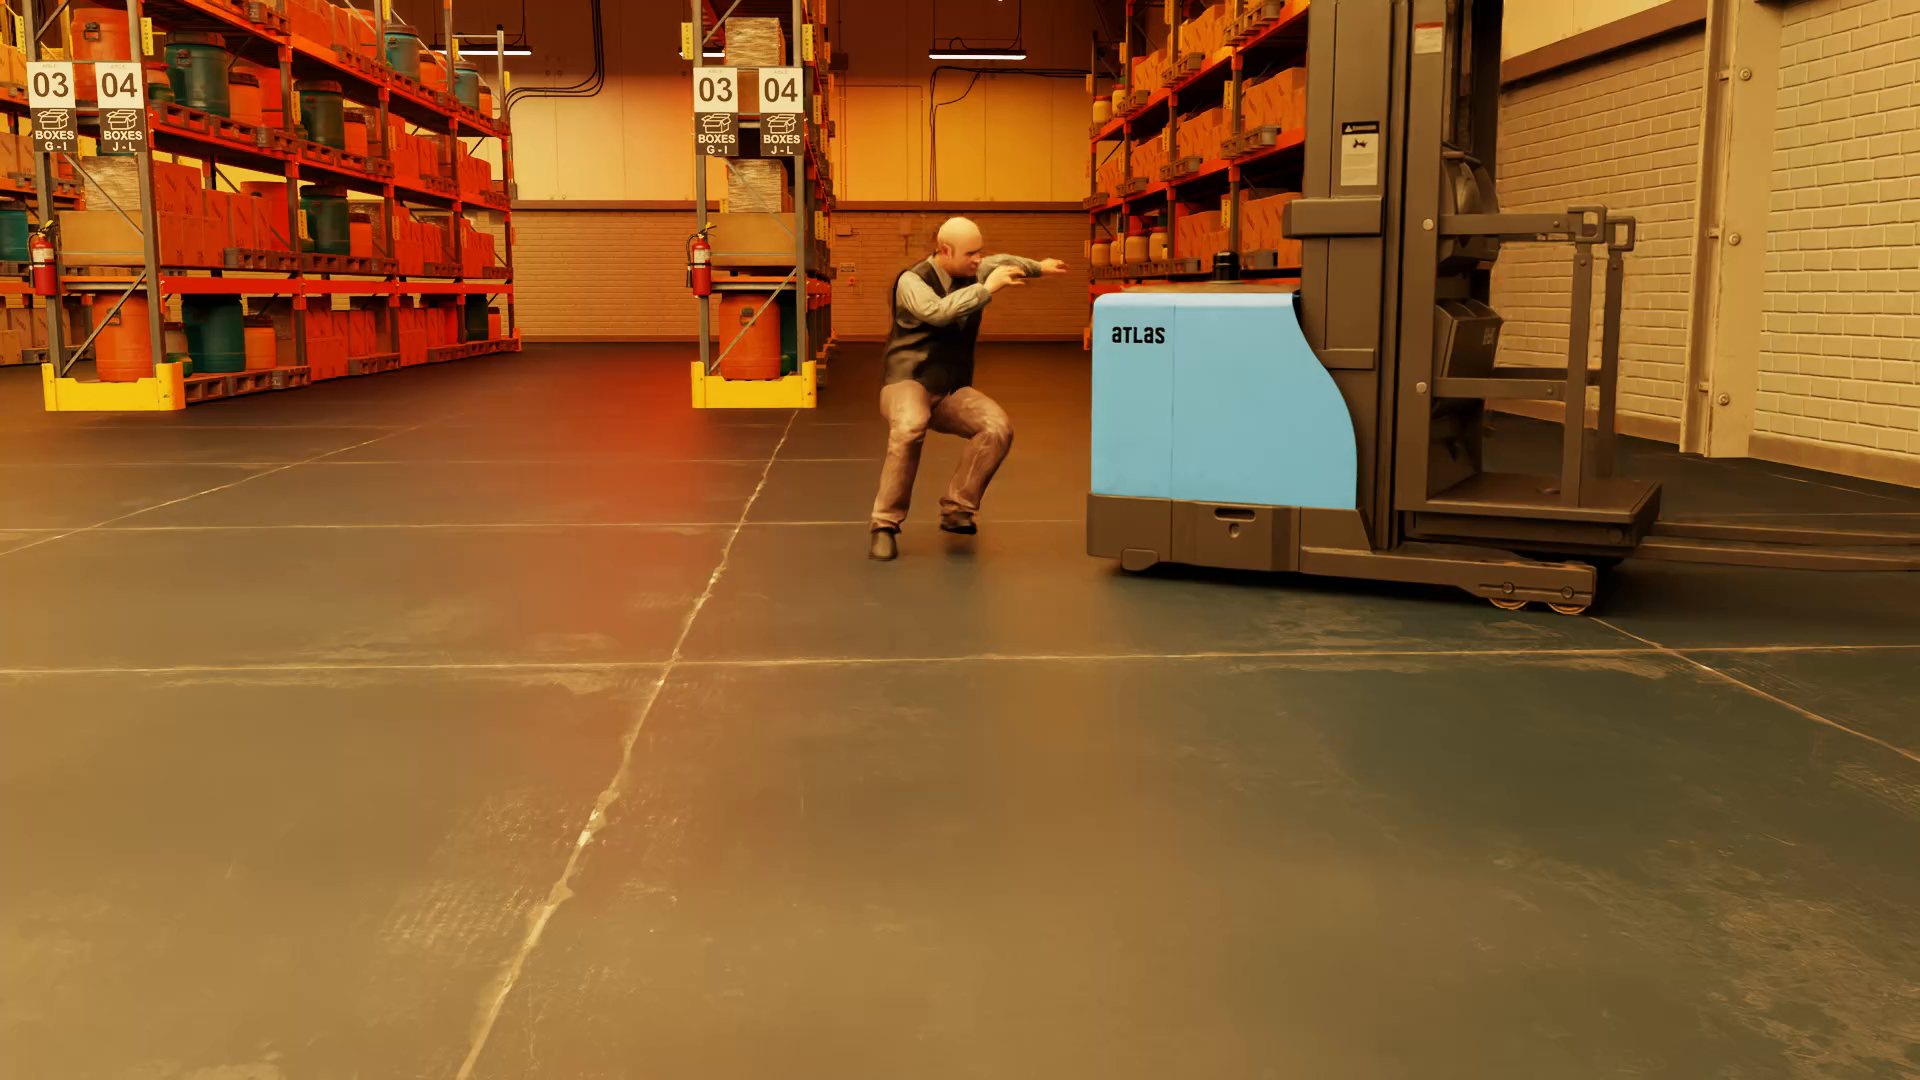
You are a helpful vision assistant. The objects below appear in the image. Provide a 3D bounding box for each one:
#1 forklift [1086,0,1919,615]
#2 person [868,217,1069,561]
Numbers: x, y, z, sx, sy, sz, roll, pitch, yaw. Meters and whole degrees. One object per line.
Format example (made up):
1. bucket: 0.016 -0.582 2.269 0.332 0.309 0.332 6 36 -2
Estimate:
1. forklift: 2.041 -1.286 5.990 3.031 2.935 1.130 4 9 27
2. person: 0.051 -0.694 7.296 1.467 1.408 0.712 -8 11 -41
